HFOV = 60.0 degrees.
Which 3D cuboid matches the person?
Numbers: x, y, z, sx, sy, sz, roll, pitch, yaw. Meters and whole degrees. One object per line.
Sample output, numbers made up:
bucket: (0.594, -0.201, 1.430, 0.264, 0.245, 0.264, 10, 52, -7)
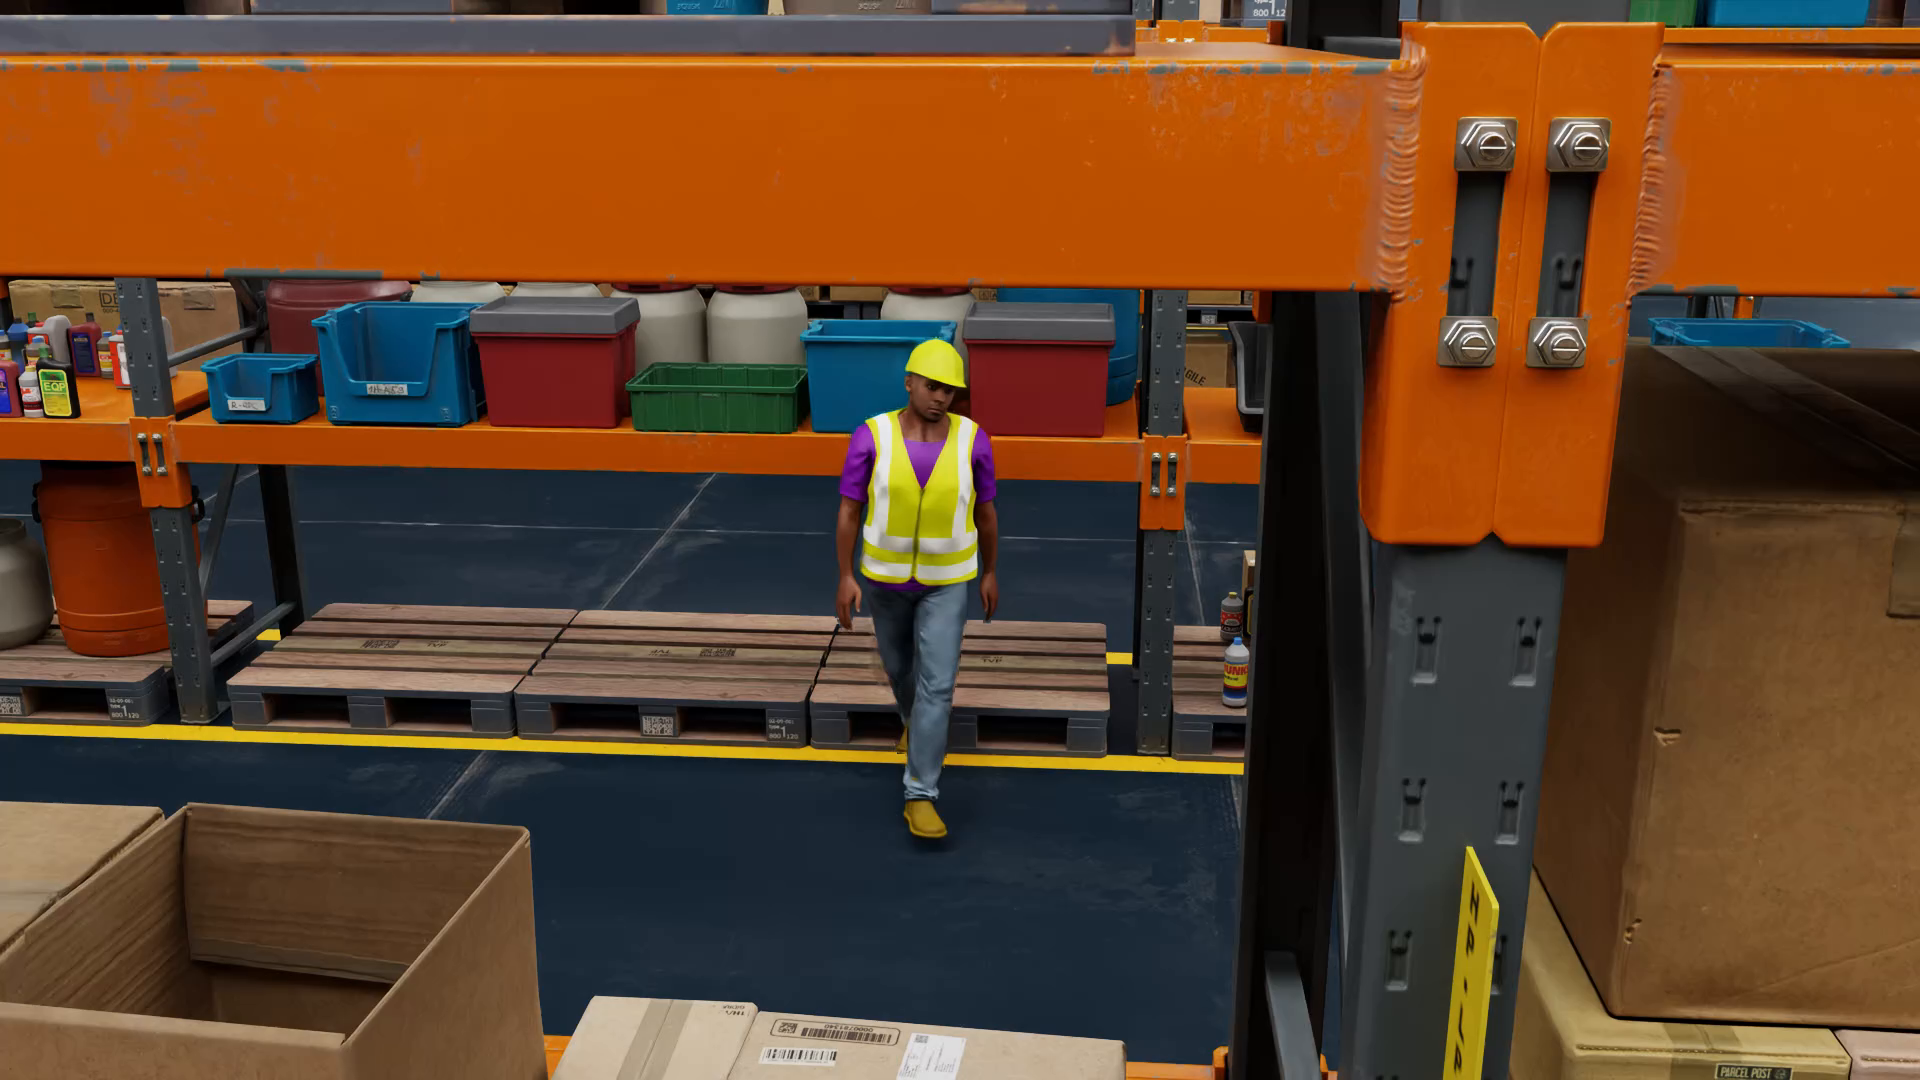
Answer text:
person: (-0.158, 0.136, 6.058, 0.581, 1.726, 0.953, 2, 17, 5)
